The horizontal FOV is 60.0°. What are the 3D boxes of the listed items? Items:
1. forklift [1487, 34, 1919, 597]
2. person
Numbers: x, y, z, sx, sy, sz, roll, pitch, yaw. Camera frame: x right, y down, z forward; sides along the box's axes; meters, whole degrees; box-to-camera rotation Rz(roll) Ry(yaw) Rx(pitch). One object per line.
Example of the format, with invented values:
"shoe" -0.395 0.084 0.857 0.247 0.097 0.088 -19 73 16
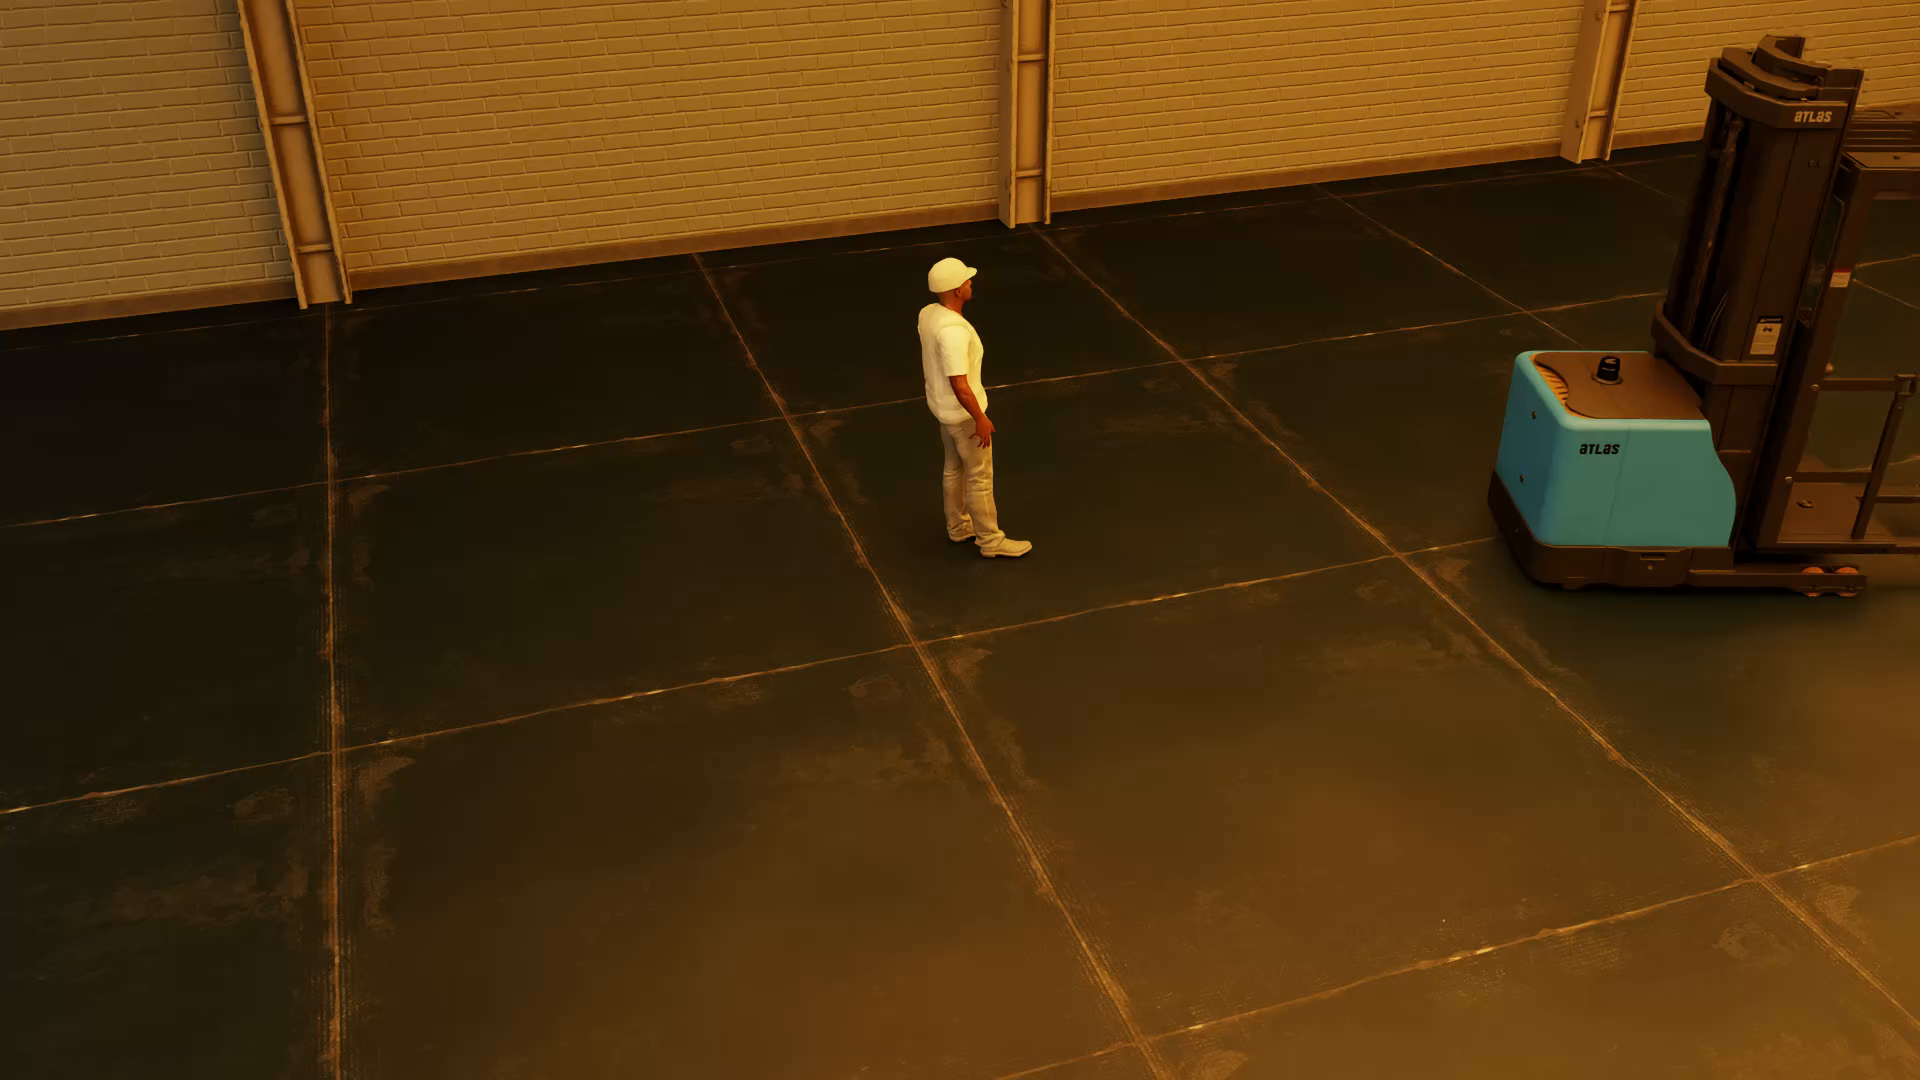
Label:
"forklift" 4.768 -1.215 9.199 3.031 2.935 1.130 0 30 1
"person" 0.068 -0.780 9.596 0.577 1.765 0.665 -10 31 -16
